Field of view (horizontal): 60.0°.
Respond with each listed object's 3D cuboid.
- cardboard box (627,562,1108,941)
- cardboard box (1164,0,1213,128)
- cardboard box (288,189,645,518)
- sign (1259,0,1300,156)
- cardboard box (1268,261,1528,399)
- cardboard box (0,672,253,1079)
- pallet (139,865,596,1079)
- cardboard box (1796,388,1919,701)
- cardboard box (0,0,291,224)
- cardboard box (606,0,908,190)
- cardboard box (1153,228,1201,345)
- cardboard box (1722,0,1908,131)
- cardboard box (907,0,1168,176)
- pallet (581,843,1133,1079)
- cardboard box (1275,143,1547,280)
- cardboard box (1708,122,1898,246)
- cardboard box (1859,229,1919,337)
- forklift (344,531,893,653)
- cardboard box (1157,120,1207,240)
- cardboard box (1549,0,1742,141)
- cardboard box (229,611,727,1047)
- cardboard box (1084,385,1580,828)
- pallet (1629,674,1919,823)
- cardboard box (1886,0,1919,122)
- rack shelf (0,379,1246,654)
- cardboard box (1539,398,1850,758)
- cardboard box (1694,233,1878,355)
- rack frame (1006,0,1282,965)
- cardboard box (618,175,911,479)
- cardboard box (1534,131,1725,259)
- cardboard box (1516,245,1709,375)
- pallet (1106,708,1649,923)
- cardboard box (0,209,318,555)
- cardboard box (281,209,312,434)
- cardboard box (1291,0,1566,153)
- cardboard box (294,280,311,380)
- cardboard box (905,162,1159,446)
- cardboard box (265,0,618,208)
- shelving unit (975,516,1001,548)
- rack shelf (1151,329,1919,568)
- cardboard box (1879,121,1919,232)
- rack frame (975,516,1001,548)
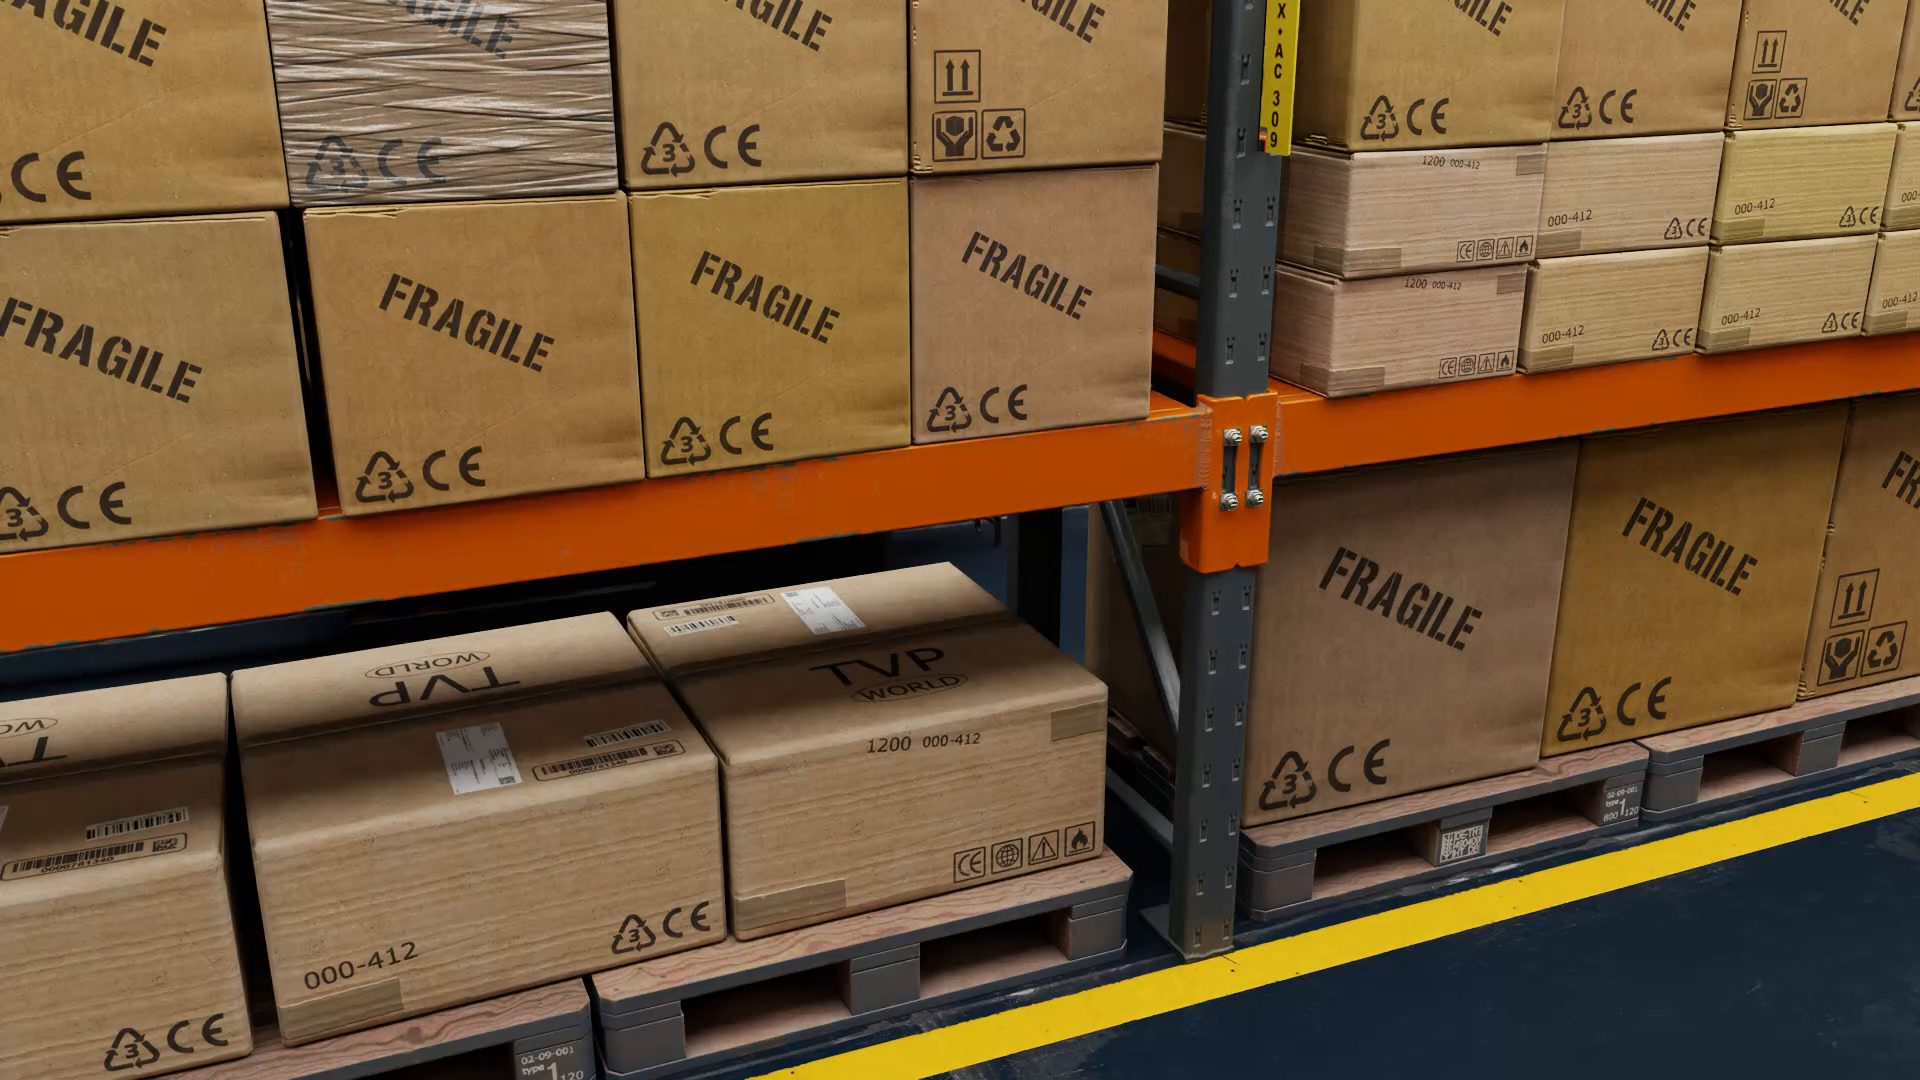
[{"bbox_3d":[-0.245,0.451,3.951,0.875,0.438,0.875,-8,21,-23],"label":"cardboard box"},{"bbox_3d":[0.685,-1.264,3.939,0.500,0.500,0.500,-7,21,-20],"label":"cardboard box"},{"bbox_3d":[-0.876,-0.378,2.928,0.500,0.500,0.500,-8,21,-23],"label":"cardboard box"},{"bbox_3d":[0.596,-0.886,3.100,0.005,0.325,0.100,-8,21,-22],"label":"sign"},{"bbox_3d":[0.883,-0.516,3.698,0.500,0.250,0.500,-9,21,-23],"label":"cardboard box"},{"bbox_3d":[-1.895,0.687,3.281,0.875,0.438,0.875,-8,21,-20],"label":"cardboard box"},{"bbox_3d":[-1.477,0.944,3.525,1.213,0.211,1.003,-8,21,-22],"label":"pallet"},{"bbox_3d":[2.560,-0.150,4.999,0.875,0.875,0.875,-8,21,-21],"label":"cardboard box"},{"bbox_3d":[-1.346,-0.785,2.578,0.500,0.500,0.500,-8,21,-22],"label":"cardboard box"},{"bbox_3d":[-0.419,-0.918,2.957,0.500,0.500,0.500,-8,21,-23],"label":"cardboard box"},{"bbox_3d":[0.687,-0.675,4.148,0.500,0.250,0.500,-9,21,-23],"label":"cardboard box"},{"bbox_3d":[1.810,-1.239,3.869,0.500,0.500,0.500,-9,21,-23],"label":"cardboard box"},{"bbox_3d":[0.051,-0.982,3.139,0.500,0.500,0.500,-8,21,-22],"label":"cardboard box"},{"bbox_3d":[-0.355,0.782,3.984,1.213,0.211,1.003,-8,21,-22],"label":"pallet"},{"bbox_3d":[0.890,-0.747,3.599,0.500,0.250,0.500,-9,21,-23],"label":"cardboard box"},{"bbox_3d":[1.832,-0.882,3.984,0.500,0.250,0.500,-8,21,-21],"label":"cardboard box"},{"bbox_3d":[2.297,-0.710,4.249,0.500,0.250,0.500,-9,21,-23],"label":"cardboard box"},{"bbox_3d":[-1.813,-1.177,5.453,3.031,2.935,1.130,-7,21,-19],"label":"forklift"},{"bbox_3d":[0.683,-0.907,4.054,0.500,0.250,0.500,-8,21,-22],"label":"cardboard box"},{"bbox_3d":[1.349,-1.174,3.684,0.500,0.500,0.500,-8,21,-22],"label":"cardboard box"},{"bbox_3d":[-1.066,0.569,3.616,0.875,0.438,0.875,-9,21,-24],"label":"cardboard box"},{"bbox_3d":[0.912,0.088,4.321,0.875,0.875,0.875,-7,21,-20],"label":"cardboard box"},{"bbox_3d":[2.175,0.419,5.013,1.213,0.211,1.003,-8,21,-22],"label":"pallet"},{"bbox_3d":[2.282,-1.309,4.068,0.500,0.500,0.500,-9,21,-23],"label":"cardboard box"},{"bbox_3d":[-1.462,-0.007,3.110,4.000,0.370,1.077,-8,21,-22],"label":"rack shelf"},{"bbox_3d":[1.738,-0.033,4.666,0.875,0.875,0.875,-8,21,-20],"label":"cardboard box"},{"bbox_3d":[1.834,-0.647,4.070,0.500,0.250,0.500,-8,21,-22],"label":"cardboard box"},{"bbox_3d":[0.374,-0.610,3.737,0.127,3.000,1.000,-8,21,-22],"label":"rack frame"},{"bbox_3d":[-0.420,-0.449,3.129,0.500,0.500,0.500,-9,21,-23],"label":"cardboard box"},{"bbox_3d":[1.358,-0.824,3.818,0.500,0.250,0.500,-8,21,-21],"label":"cardboard box"},{"bbox_3d":[1.358,-0.585,3.893,0.500,0.250,0.500,-9,21,-23],"label":"cardboard box"},{"bbox_3d":[1.053,0.581,4.554,1.213,0.211,1.003,-8,21,-22],"label":"pallet"},{"bbox_3d":[-1.363,-0.314,2.746,0.500,0.500,0.500,-7,21,-20],"label":"cardboard box"},{"bbox_3d":[-1.556,-0.479,3.215,0.500,0.500,0.500,-7,21,-20],"label":"cardboard box"},{"bbox_3d":[0.892,-1.099,3.470,0.500,0.500,0.500,-8,21,-21],"label":"cardboard box"},{"bbox_3d":[-2.915,-0.904,7.706,0.500,0.500,0.700,-9,21,-24],"label":"cardboard box"},{"bbox_3d":[0.050,-0.518,3.326,0.500,0.500,0.500,-8,21,-21],"label":"cardboard box"},{"bbox_3d":[-0.882,-0.848,2.758,0.500,0.500,0.500,-8,21,-21],"label":"cardboard box"},{"bbox_3d":[-0.120,-0.546,6.266,0.503,1.200,0.258,-7,21,-20],"label":"shelving unit"},{"bbox_3d":[2.211,-0.534,4.604,4.000,0.370,1.077,-8,21,-22],"label":"rack shelf"},{"bbox_3d":[2.295,-0.949,4.175,0.500,0.250,0.500,-9,21,-24],"label":"cardboard box"},{"bbox_3d":[0.108,-0.575,6.348,0.015,1.200,0.240,-7,21,-20],"label":"rack frame"}]
